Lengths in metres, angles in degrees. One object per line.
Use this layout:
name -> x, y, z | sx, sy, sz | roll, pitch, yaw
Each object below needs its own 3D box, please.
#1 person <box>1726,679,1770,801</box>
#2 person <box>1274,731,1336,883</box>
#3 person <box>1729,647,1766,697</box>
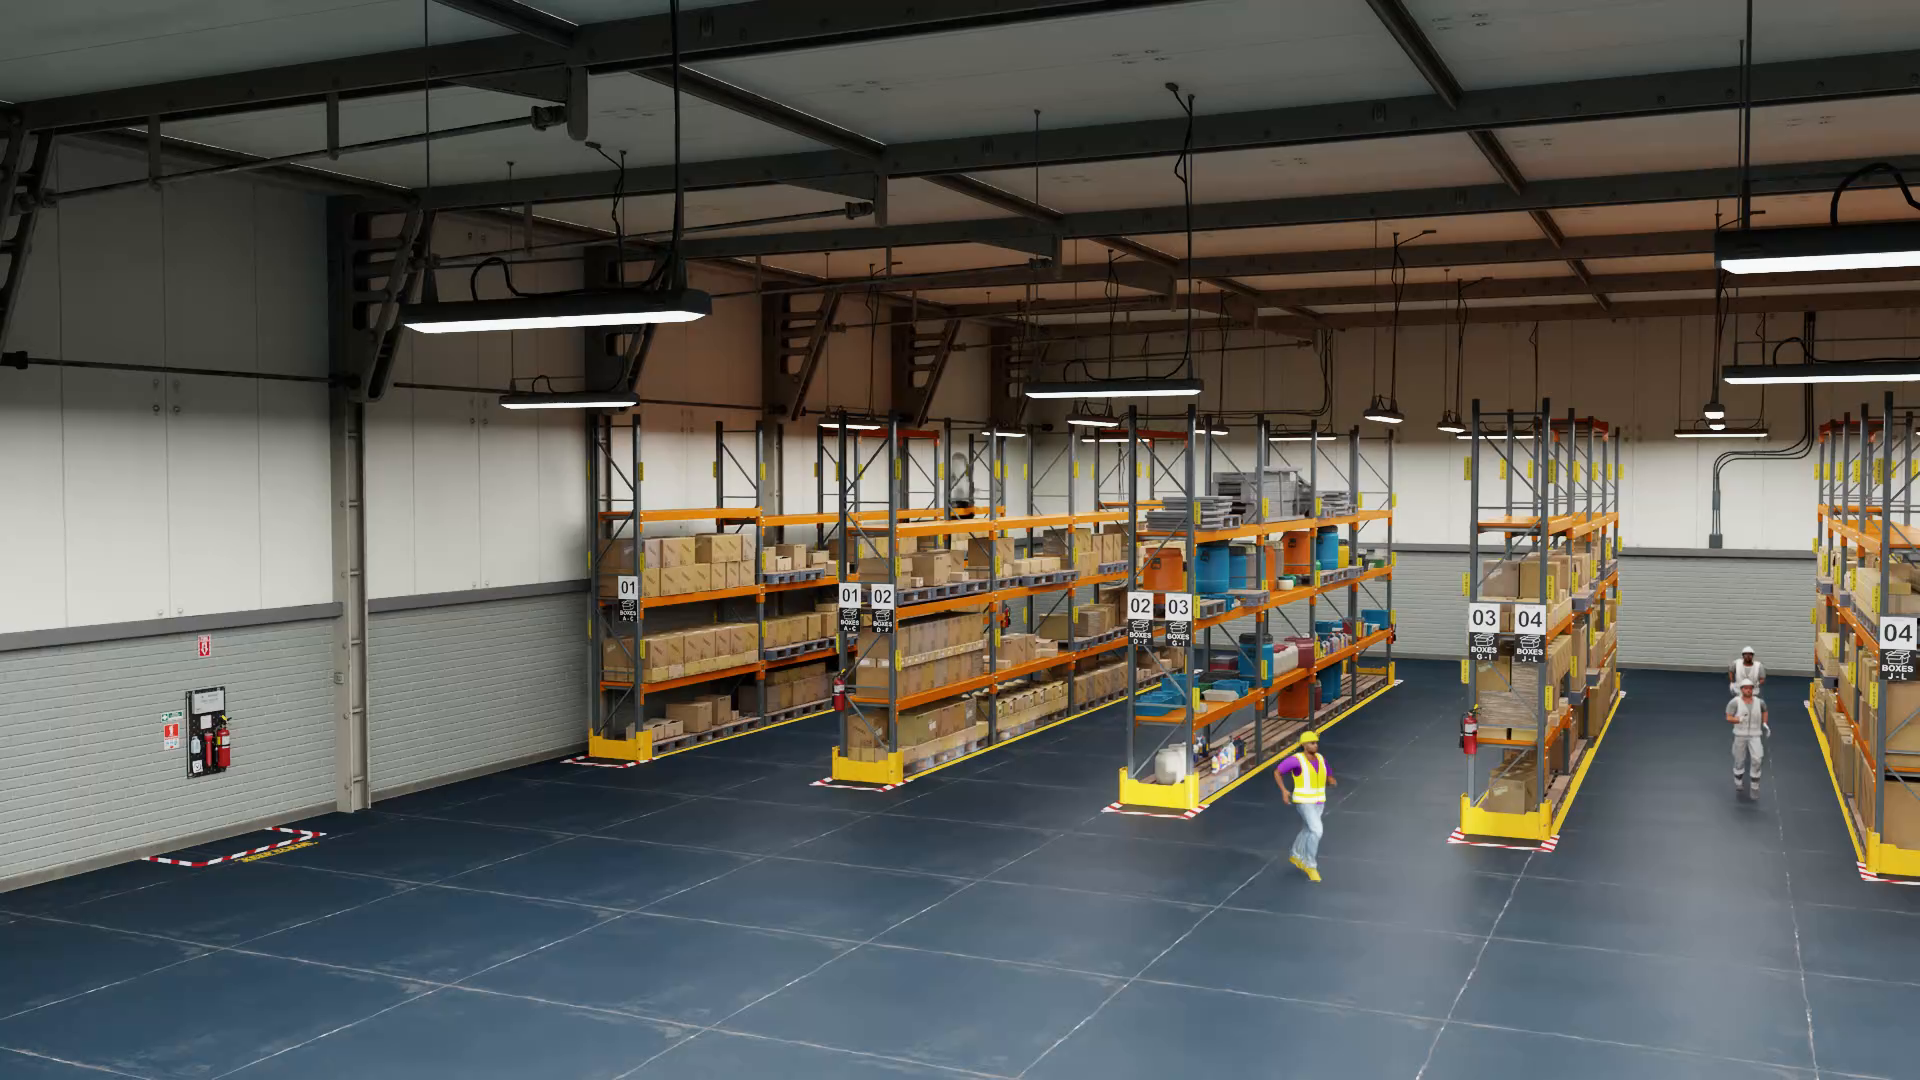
person -> 12.094, 3.055, 25.530 | 0.643, 1.845, 0.774 | 1, 2, 18
person -> 4.316, 3.275, 20.538 | 0.674, 1.830, 0.764 | -2, 3, -34
person -> 14.556, 2.866, 30.741 | 0.593, 1.812, 0.868 | 1, 2, 18
